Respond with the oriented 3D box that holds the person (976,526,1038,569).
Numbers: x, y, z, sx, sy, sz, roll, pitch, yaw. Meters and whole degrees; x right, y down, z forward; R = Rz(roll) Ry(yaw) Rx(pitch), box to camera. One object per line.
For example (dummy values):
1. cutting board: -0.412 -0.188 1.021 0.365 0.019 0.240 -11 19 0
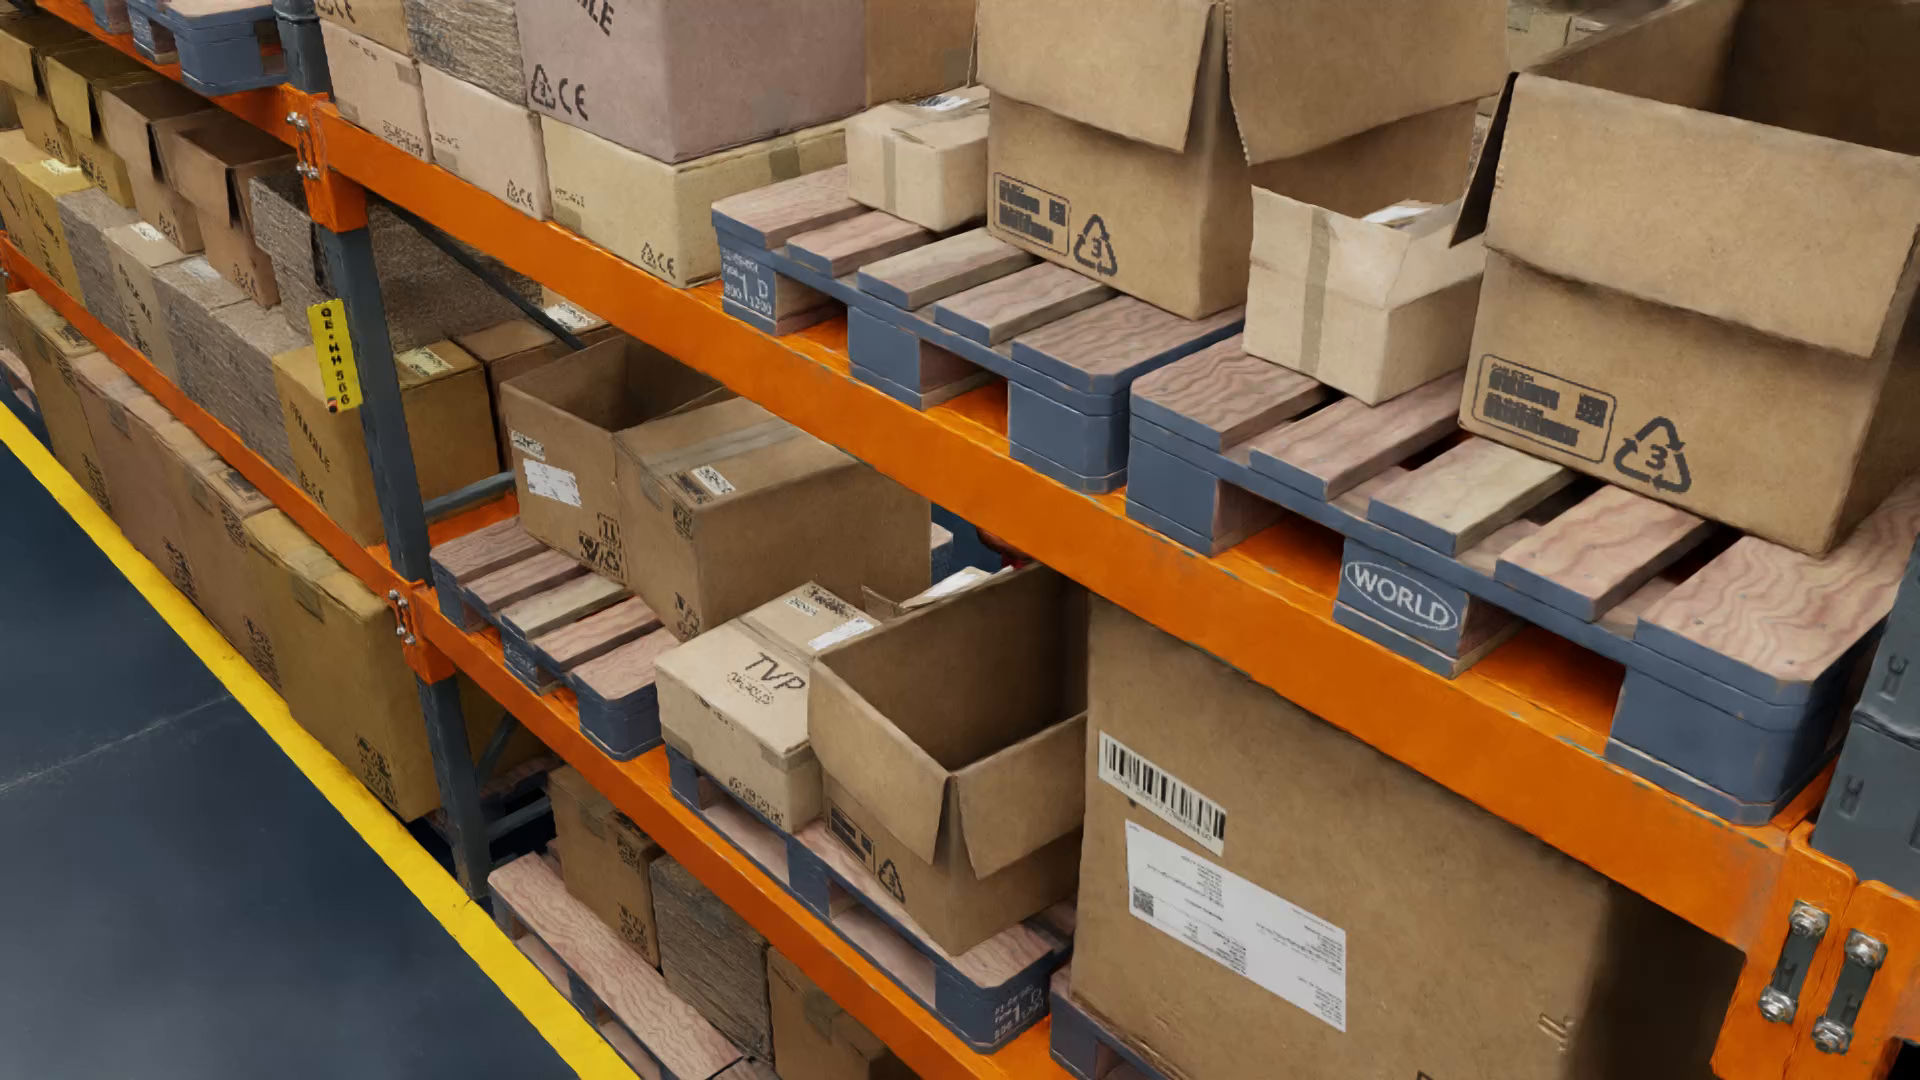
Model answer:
1. person: 0.426 0.160 5.856 0.710 1.795 0.709 23 38 32
